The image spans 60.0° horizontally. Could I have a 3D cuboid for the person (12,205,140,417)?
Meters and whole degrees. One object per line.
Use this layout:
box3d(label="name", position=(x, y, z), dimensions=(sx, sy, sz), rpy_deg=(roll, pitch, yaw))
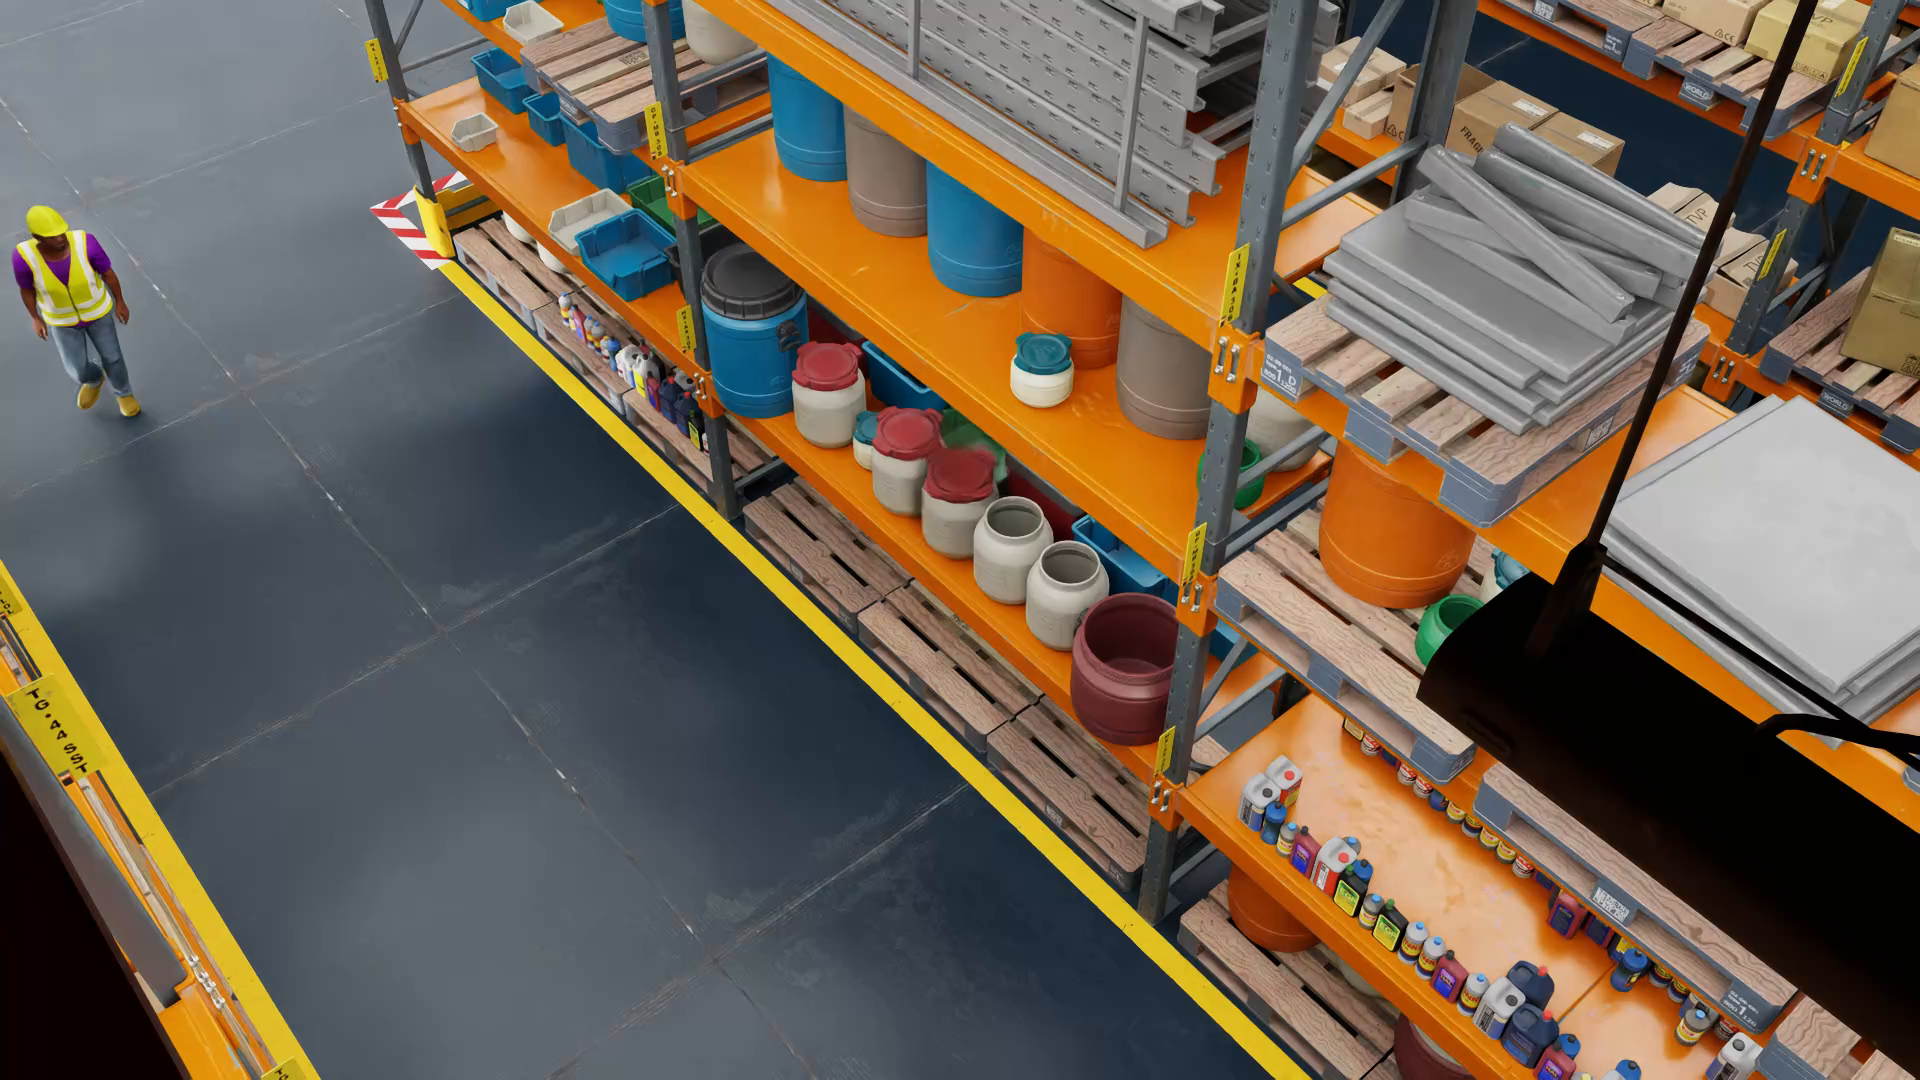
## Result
box3d(label="person", position=(-5.945, -1.540, 11.225), dimensions=(0.618, 1.753, 0.514), rpy_deg=(-22, 50, -19))
